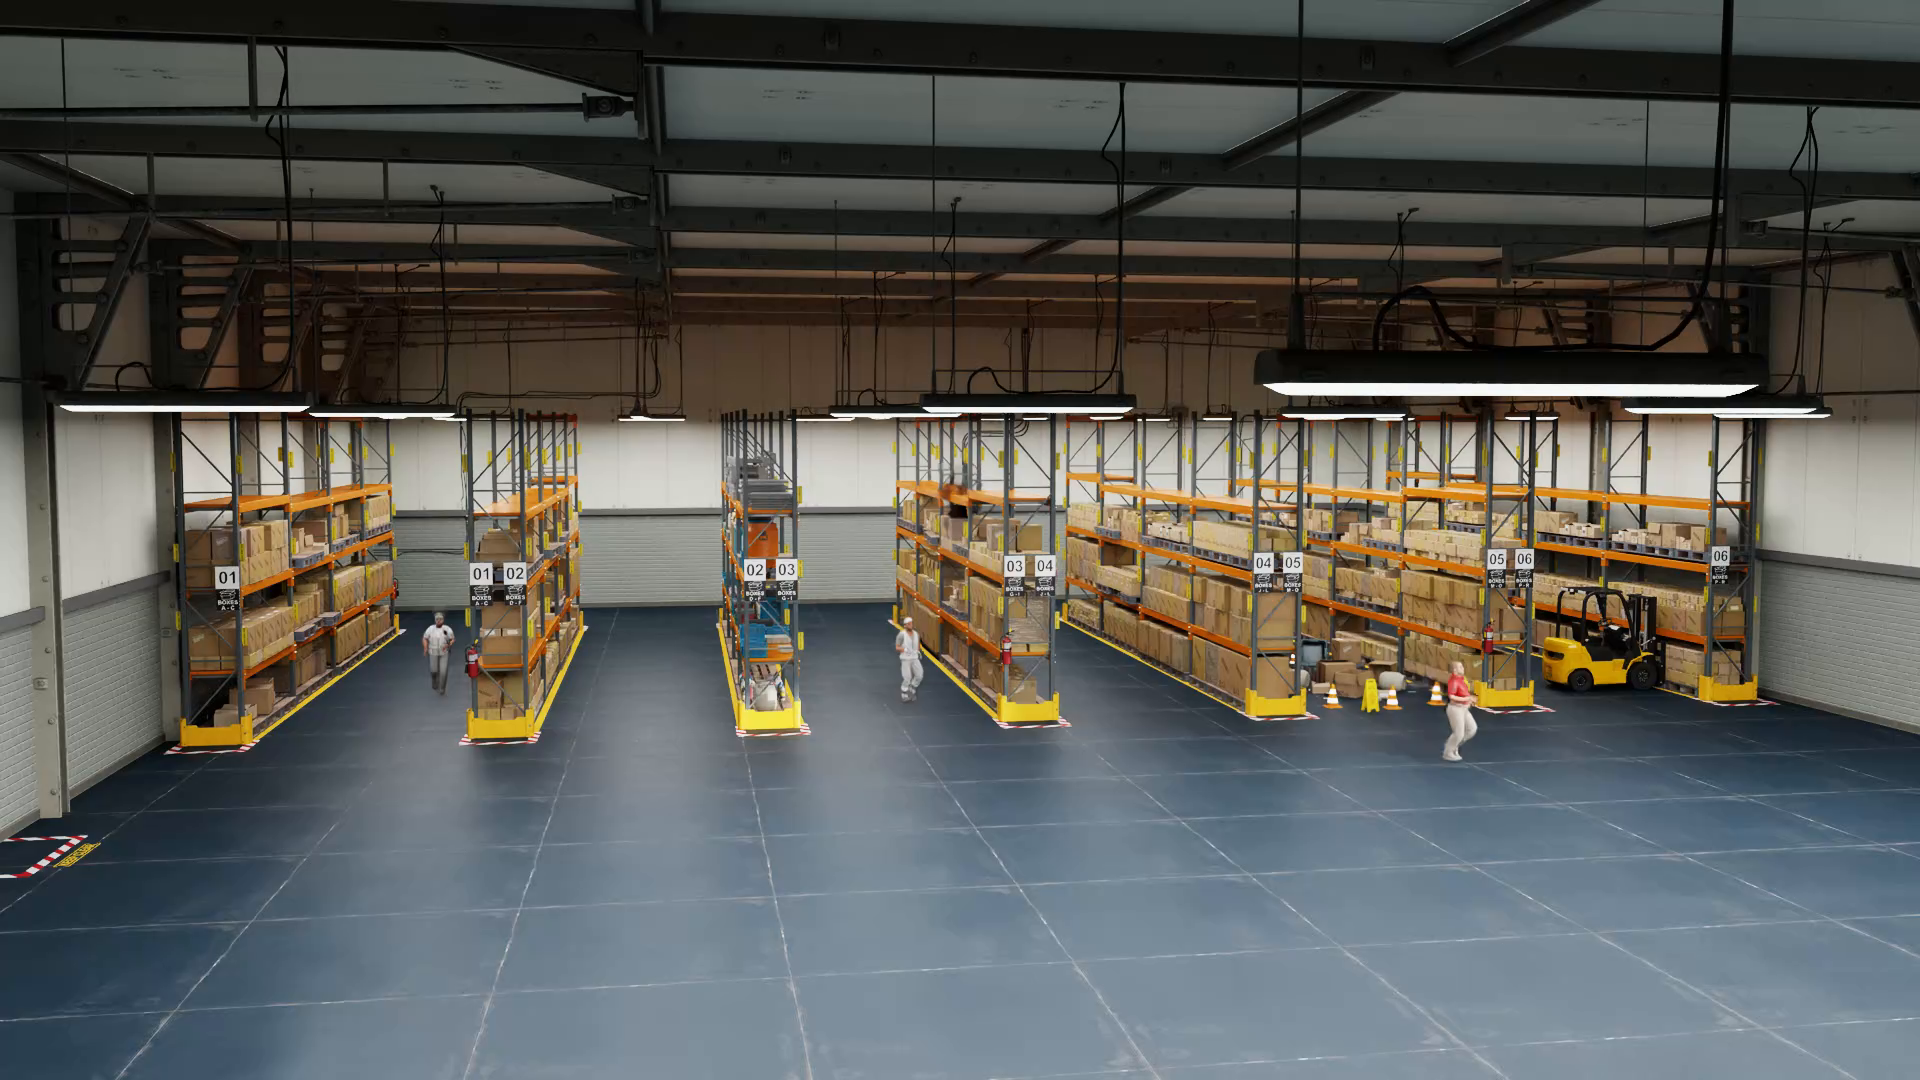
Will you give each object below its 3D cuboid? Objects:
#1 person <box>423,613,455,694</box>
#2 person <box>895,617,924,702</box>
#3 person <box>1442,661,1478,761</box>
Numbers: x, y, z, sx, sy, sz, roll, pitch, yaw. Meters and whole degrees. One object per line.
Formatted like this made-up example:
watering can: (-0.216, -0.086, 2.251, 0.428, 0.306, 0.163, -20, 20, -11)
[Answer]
person: (-11.022, 2.401, 35.175, 0.665, 1.742, 0.593, -1, 4, -14)
person: (-0.999, 2.460, 34.060, 0.628, 1.753, 0.632, -2, 5, -29)
person: (8.505, 2.945, 28.172, 0.621, 1.640, 0.648, 3, 5, 34)
